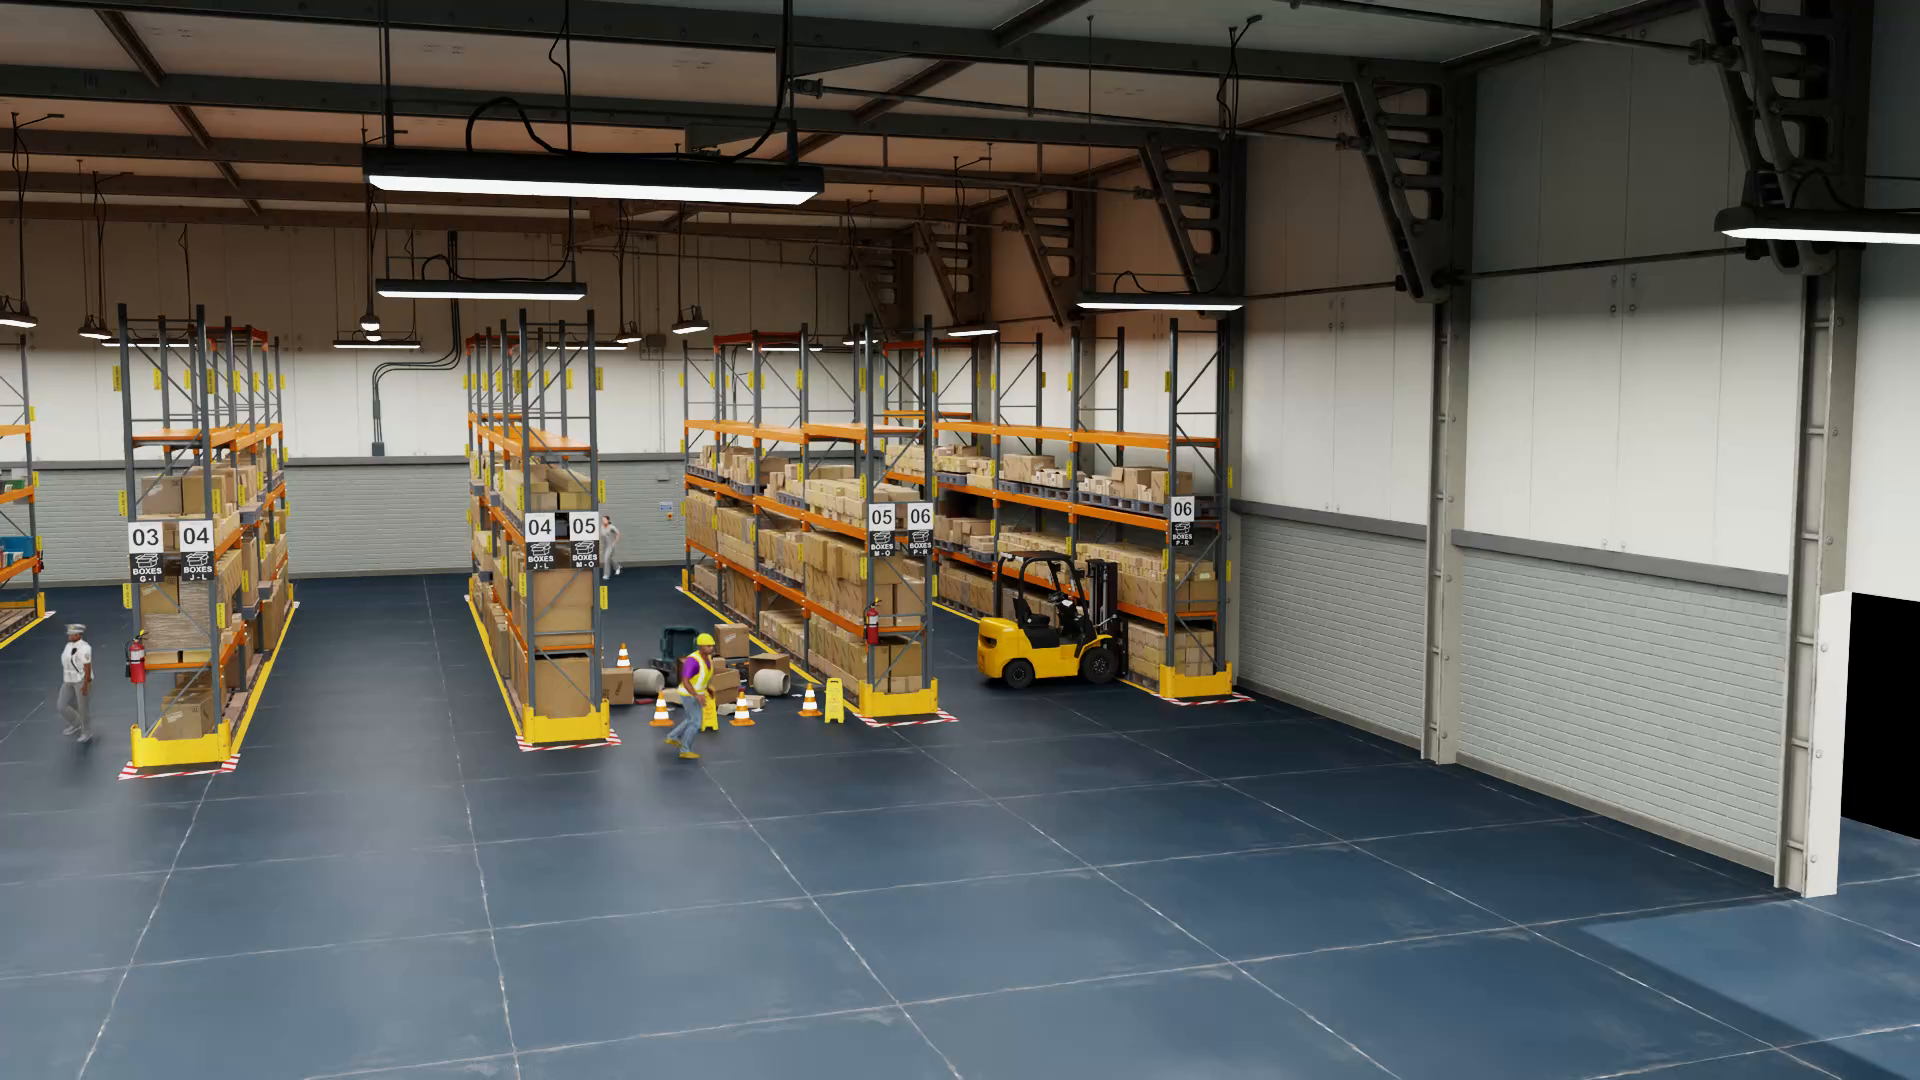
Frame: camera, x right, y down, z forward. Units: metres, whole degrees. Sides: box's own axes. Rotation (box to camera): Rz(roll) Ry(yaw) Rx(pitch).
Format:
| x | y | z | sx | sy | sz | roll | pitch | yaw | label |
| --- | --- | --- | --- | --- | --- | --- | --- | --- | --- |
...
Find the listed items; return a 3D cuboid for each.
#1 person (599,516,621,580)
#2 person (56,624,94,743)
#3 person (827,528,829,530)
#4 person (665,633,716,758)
| x | y | z | sx | sy | sz | roll | pitch | yaw | label |
| --- | --- | --- | --- | --- | --- | --- | --- | --- | --- |
| -8.924 | 0.168 | 42.523 | 0.561 | 1.623 | 0.802 | 3 | 6 | 26 | person |
| -12.313 | 1.988 | 23.161 | 0.613 | 1.694 | 0.480 | 2 | 6 | 16 | person |
| -3.044 | 0.434 | 37.178 | 0.670 | 1.590 | 0.941 | 0 | 5 | -2 | person |
| -3.604 | 2.068 | 22.180 | 0.825 | 1.686 | 0.676 | 1 | 6 | 13 | person |
